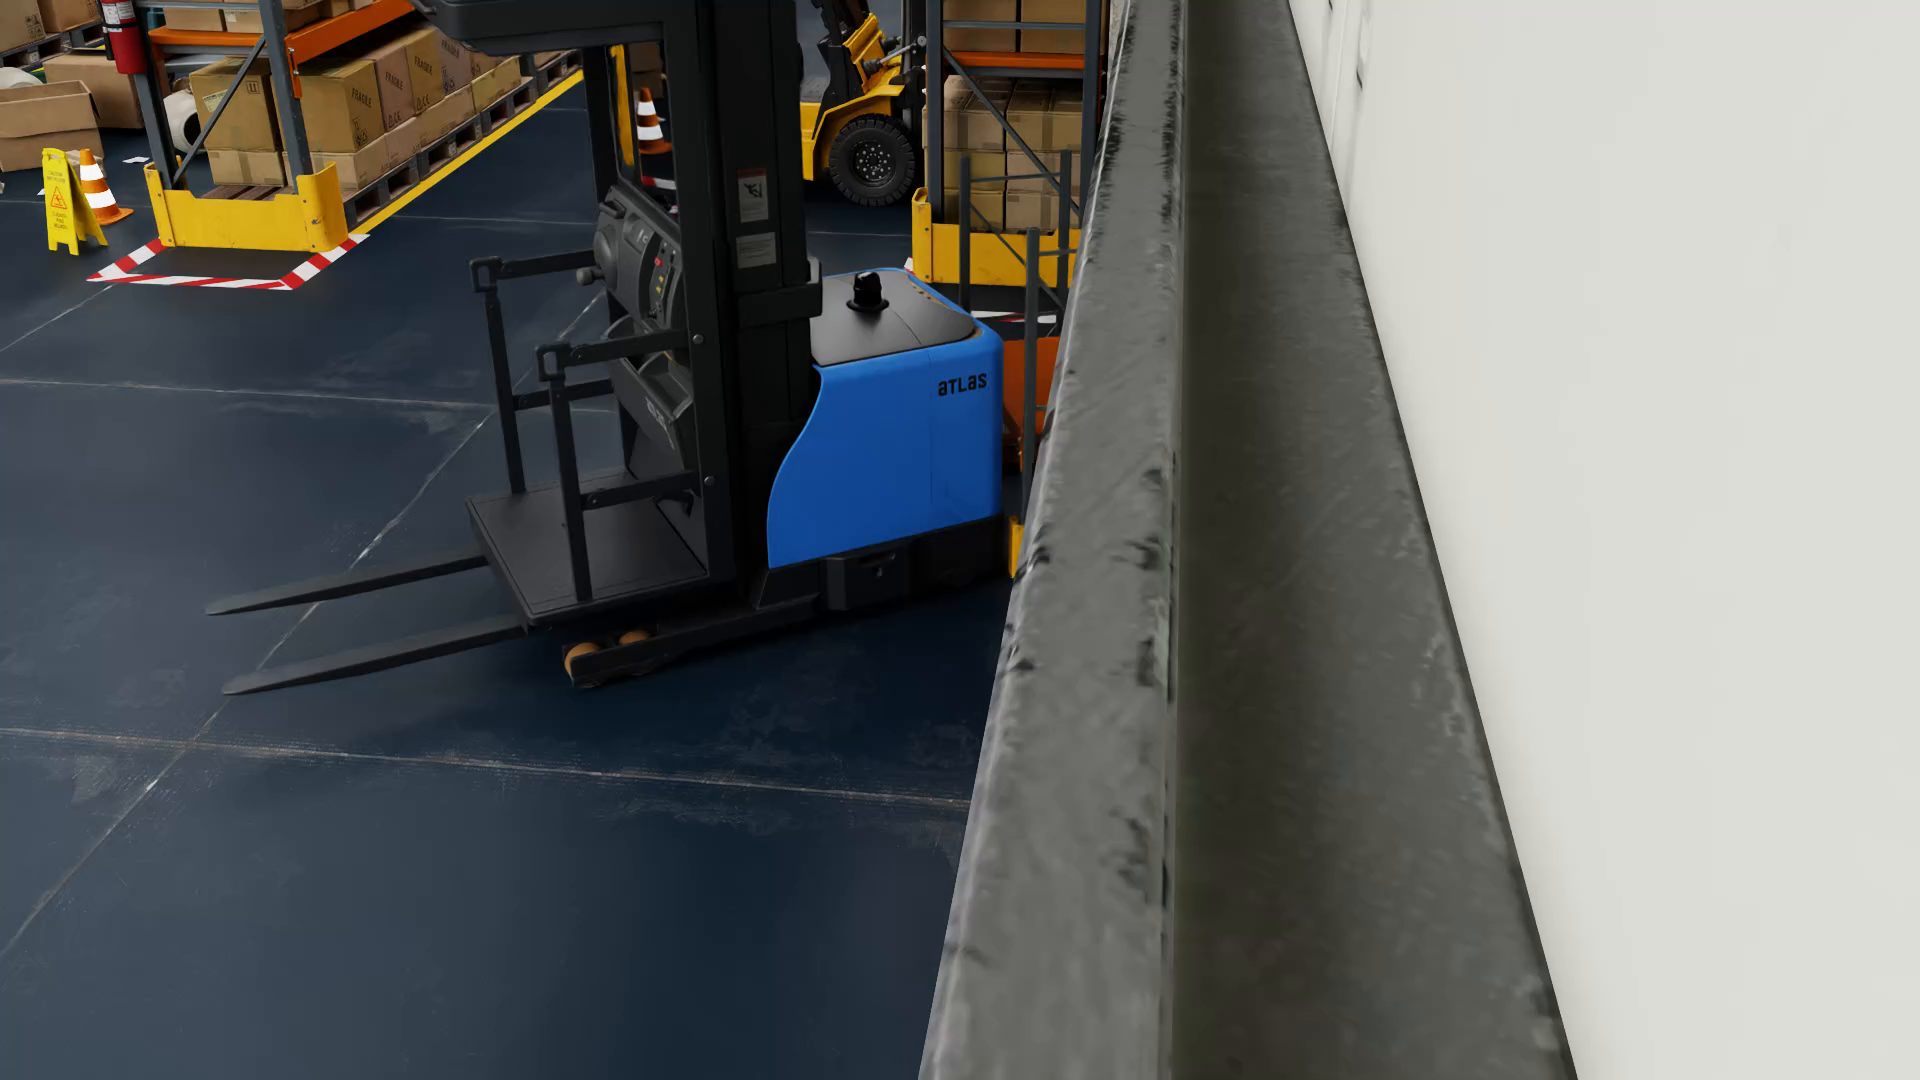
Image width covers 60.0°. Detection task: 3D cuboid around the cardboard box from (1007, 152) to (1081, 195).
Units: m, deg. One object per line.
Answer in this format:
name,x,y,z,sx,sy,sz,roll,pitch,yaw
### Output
cardboard box,0.572,-2.359,10.395,0.500,0.250,0.500,4,29,7

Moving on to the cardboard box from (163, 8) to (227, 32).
cardboard box,-4.785,-3.320,10.514,0.380,0.149,0.250,4,29,8

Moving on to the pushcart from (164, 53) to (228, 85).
pushcart,-6.398,-4.079,14.424,1.648,0.377,0.936,-6,29,-11

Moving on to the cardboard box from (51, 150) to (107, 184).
cardboard box,-6.463,-2.721,12.144,0.380,0.149,0.250,20,34,32

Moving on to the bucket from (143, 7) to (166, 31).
bucket,-6.782,-4.395,14.094,0.726,0.611,0.620,14,21,24

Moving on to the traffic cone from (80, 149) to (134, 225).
traffic cone,-5.846,-2.402,11.222,0.336,0.463,0.334,3,28,6

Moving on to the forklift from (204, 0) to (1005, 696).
forklift,-1.365,-1.023,6.059,3.031,2.935,1.130,-14,31,-24

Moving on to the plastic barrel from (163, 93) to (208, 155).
plastic barrel,-5.868,-3.168,12.684,0.421,0.421,0.512,-24,36,-37

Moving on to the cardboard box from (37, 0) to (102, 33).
cardboard box,-8.945,-5.311,15.874,1.050,0.750,0.750,3,28,6

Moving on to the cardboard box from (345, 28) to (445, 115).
cardboard box,-4.114,-3.403,12.070,0.500,0.500,0.500,4,29,7

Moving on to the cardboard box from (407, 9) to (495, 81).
cardboard box,-3.995,-3.896,12.984,0.500,0.500,0.500,4,29,7

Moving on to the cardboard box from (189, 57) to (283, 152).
cardboard box,-4.779,-2.939,11.208,0.500,0.500,0.500,4,29,7

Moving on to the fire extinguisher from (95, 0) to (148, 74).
fire extinguisher,-5.090,-3.181,10.073,0.296,0.674,0.183,3,28,6

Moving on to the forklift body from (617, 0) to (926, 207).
forklift body,-1.270,-3.580,11.628,2.313,2.155,1.214,3,28,6

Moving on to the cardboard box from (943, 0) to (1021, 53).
cardboard box,0.108,-3.246,10.007,0.500,0.500,0.500,3,28,5

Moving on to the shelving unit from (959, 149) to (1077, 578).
shelving unit,0.367,-0.781,7.119,0.587,1.500,1.083,-7,29,-13

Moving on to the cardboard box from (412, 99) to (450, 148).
cardboard box,-4.121,-3.077,12.256,0.500,0.250,0.500,5,29,10

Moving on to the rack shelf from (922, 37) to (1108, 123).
rack shelf,0.553,-3.580,11.491,1.077,0.370,4.000,3,28,6

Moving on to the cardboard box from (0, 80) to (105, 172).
cardboard box,-6.916,-3.117,12.505,0.797,0.503,0.637,-17,33,-29

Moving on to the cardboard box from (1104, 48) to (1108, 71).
cardboard box,0.807,-3.533,12.047,0.500,0.250,0.500,4,29,7

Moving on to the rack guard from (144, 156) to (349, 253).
rack guard,-4.609,-2.177,10.764,1.175,0.500,0.348,3,28,6

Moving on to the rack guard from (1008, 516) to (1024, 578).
rack guard,0.493,-0.003,6.991,0.587,0.250,0.087,-7,29,-13

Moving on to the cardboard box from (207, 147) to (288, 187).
cardboard box,-4.784,-2.624,11.414,0.500,0.250,0.500,3,28,6

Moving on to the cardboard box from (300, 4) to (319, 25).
cardboard box,-4.355,-3.399,10.661,0.380,0.149,0.250,4,29,7

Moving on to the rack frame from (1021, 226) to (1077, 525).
rack frame,0.498,-0.544,6.678,0.500,1.500,0.032,-7,29,-13

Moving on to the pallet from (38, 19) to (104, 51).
pallet,-8.887,-5.081,16.458,1.003,0.211,1.213,3,28,6

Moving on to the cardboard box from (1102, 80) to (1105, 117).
cardboard box,0.755,-3.075,11.724,0.500,0.250,0.500,3,28,6

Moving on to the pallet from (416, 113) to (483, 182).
pallet,-4.323,-3.003,12.602,1.003,0.211,1.213,3,28,6

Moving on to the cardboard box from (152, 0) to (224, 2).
cardboard box,-4.826,-3.688,10.515,0.500,0.500,0.500,3,28,5

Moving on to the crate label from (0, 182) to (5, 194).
crate label,-6.955,-2.537,11.815,0.250,0.136,0.298,-11,30,-20

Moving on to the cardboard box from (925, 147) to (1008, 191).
cardboard box,0.057,-2.397,10.466,0.500,0.250,0.500,3,28,6

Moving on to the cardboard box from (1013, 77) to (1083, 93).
cardboard box,0.612,-2.820,10.725,0.500,0.250,0.500,3,28,6

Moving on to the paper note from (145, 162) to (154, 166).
paper note,-6.078,-2.824,12.481,0.032,0.001,0.123,3,28,6

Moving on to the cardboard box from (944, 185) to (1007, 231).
cardboard box,0.052,-2.169,10.570,0.500,0.250,0.500,4,29,7

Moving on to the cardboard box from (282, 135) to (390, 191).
cardboard box,-4.245,-2.580,11.333,0.500,0.250,0.500,3,28,6

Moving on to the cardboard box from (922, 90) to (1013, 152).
cardboard box,0.055,-2.605,10.324,0.500,0.250,0.500,4,29,8

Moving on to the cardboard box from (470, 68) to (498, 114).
cardboard box,-3.990,-3.554,13.141,0.500,0.250,0.500,3,28,5

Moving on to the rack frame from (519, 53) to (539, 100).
rack frame,-4.129,-5.125,13.600,1.000,3.000,0.127,3,28,6

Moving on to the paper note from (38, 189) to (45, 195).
paper note,-6.478,-2.495,11.850,0.148,0.019,0.142,-6,29,-11

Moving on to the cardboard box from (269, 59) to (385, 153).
cardboard box,-4.243,-2.921,11.175,0.500,0.500,0.500,2,28,4

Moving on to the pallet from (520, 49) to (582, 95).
pallet,-4.035,-4.264,14.942,1.003,0.211,1.213,3,28,6

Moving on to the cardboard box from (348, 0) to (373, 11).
cardboard box,-4.165,-3.636,11.101,0.380,0.149,0.250,4,29,7
